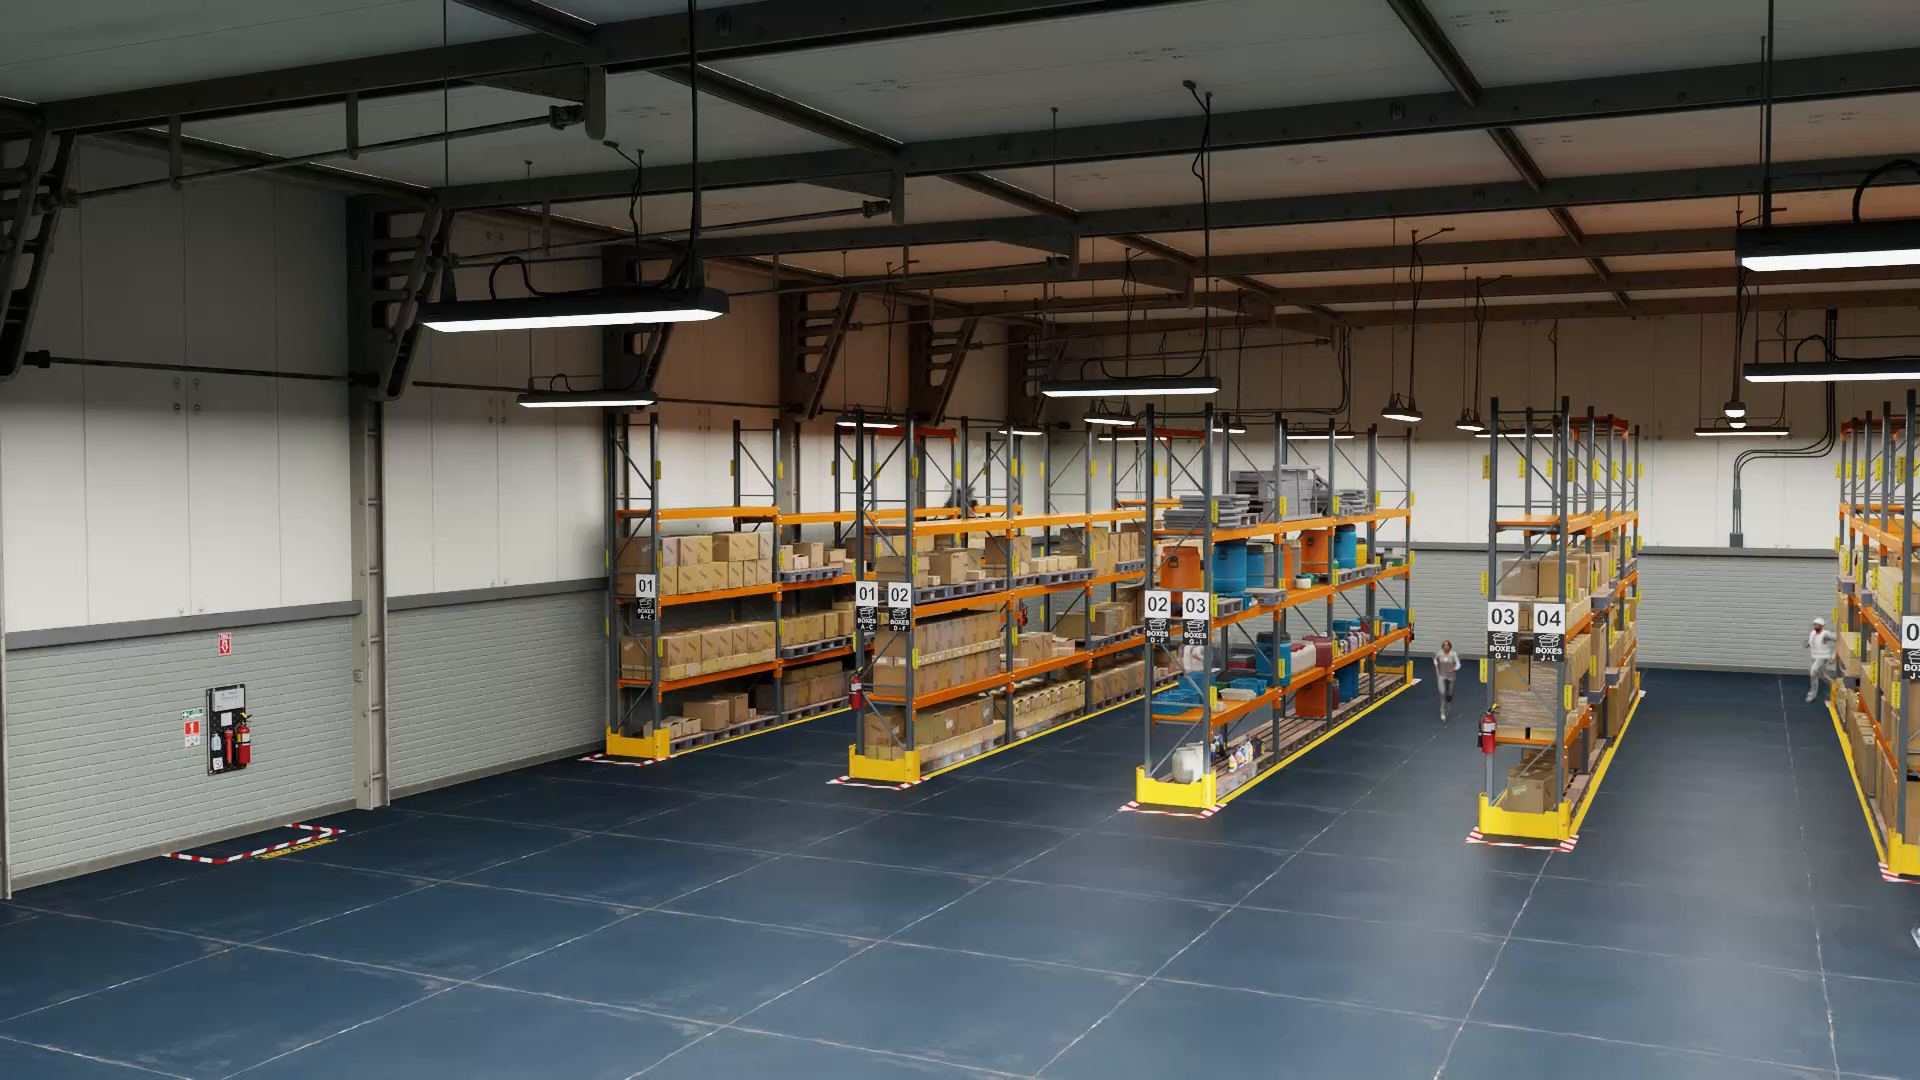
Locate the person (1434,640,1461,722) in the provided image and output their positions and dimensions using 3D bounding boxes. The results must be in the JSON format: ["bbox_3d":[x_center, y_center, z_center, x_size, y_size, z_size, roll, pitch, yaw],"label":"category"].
[{"bbox_3d":[9.803,2.805,33.450,0.506,1.600,1.033,1,2,14],"label":"person"}]

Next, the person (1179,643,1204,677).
[{"bbox_3d":[4.815,2.677,34.322,0.681,1.780,0.822,1,3,21],"label":"person"}]

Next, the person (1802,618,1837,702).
[{"bbox_3d":[18.742,2.604,36.160,0.884,1.822,0.699,0,2,-3],"label":"person"}]
